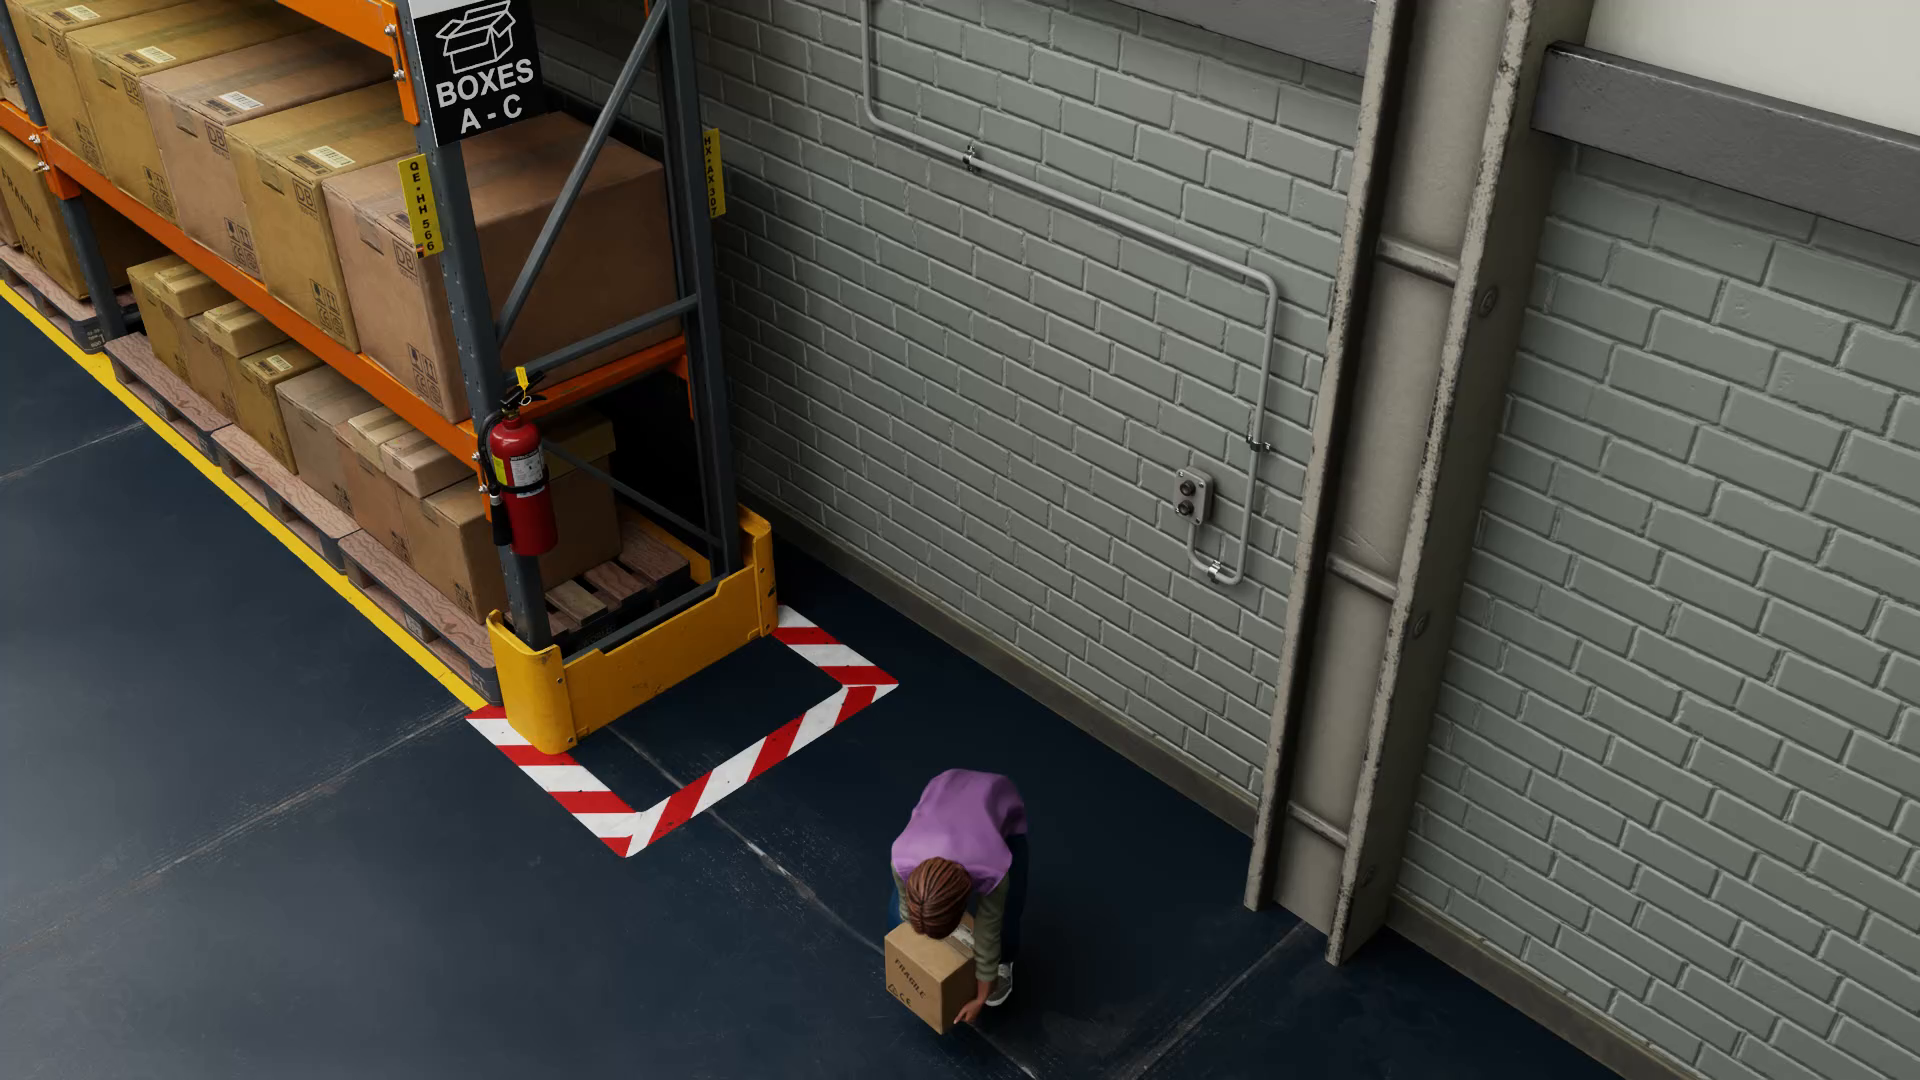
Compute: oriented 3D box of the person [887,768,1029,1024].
[{"bbox_3d":[-0.010,1.129,5.179,0.426,0.920,0.830,9,37,12],"label":"person"}]
